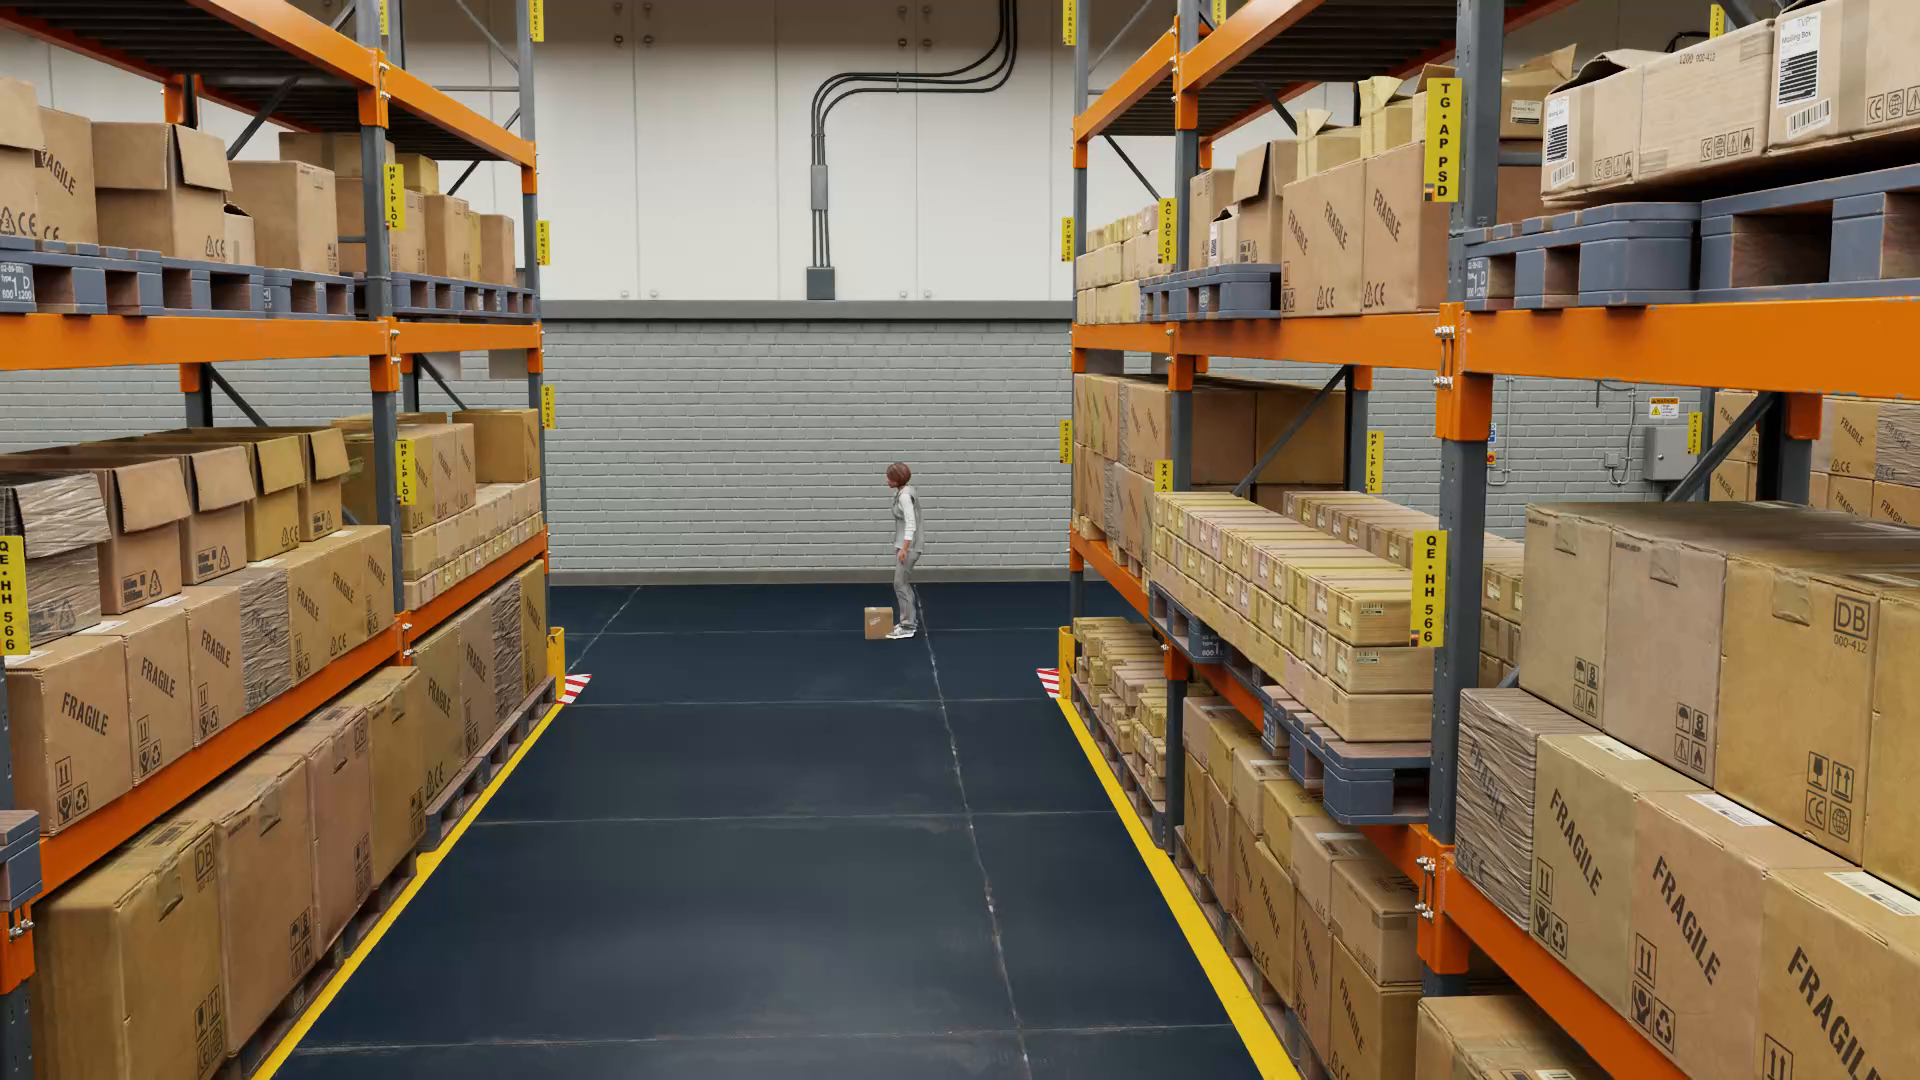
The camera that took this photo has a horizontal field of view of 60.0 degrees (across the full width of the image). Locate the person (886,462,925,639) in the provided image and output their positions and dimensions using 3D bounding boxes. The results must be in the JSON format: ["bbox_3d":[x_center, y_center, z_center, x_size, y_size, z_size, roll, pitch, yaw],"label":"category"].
[{"bbox_3d":[-0.513,0.089,15.084,0.371,1.594,0.485,-1,7,-7],"label":"person"}]
